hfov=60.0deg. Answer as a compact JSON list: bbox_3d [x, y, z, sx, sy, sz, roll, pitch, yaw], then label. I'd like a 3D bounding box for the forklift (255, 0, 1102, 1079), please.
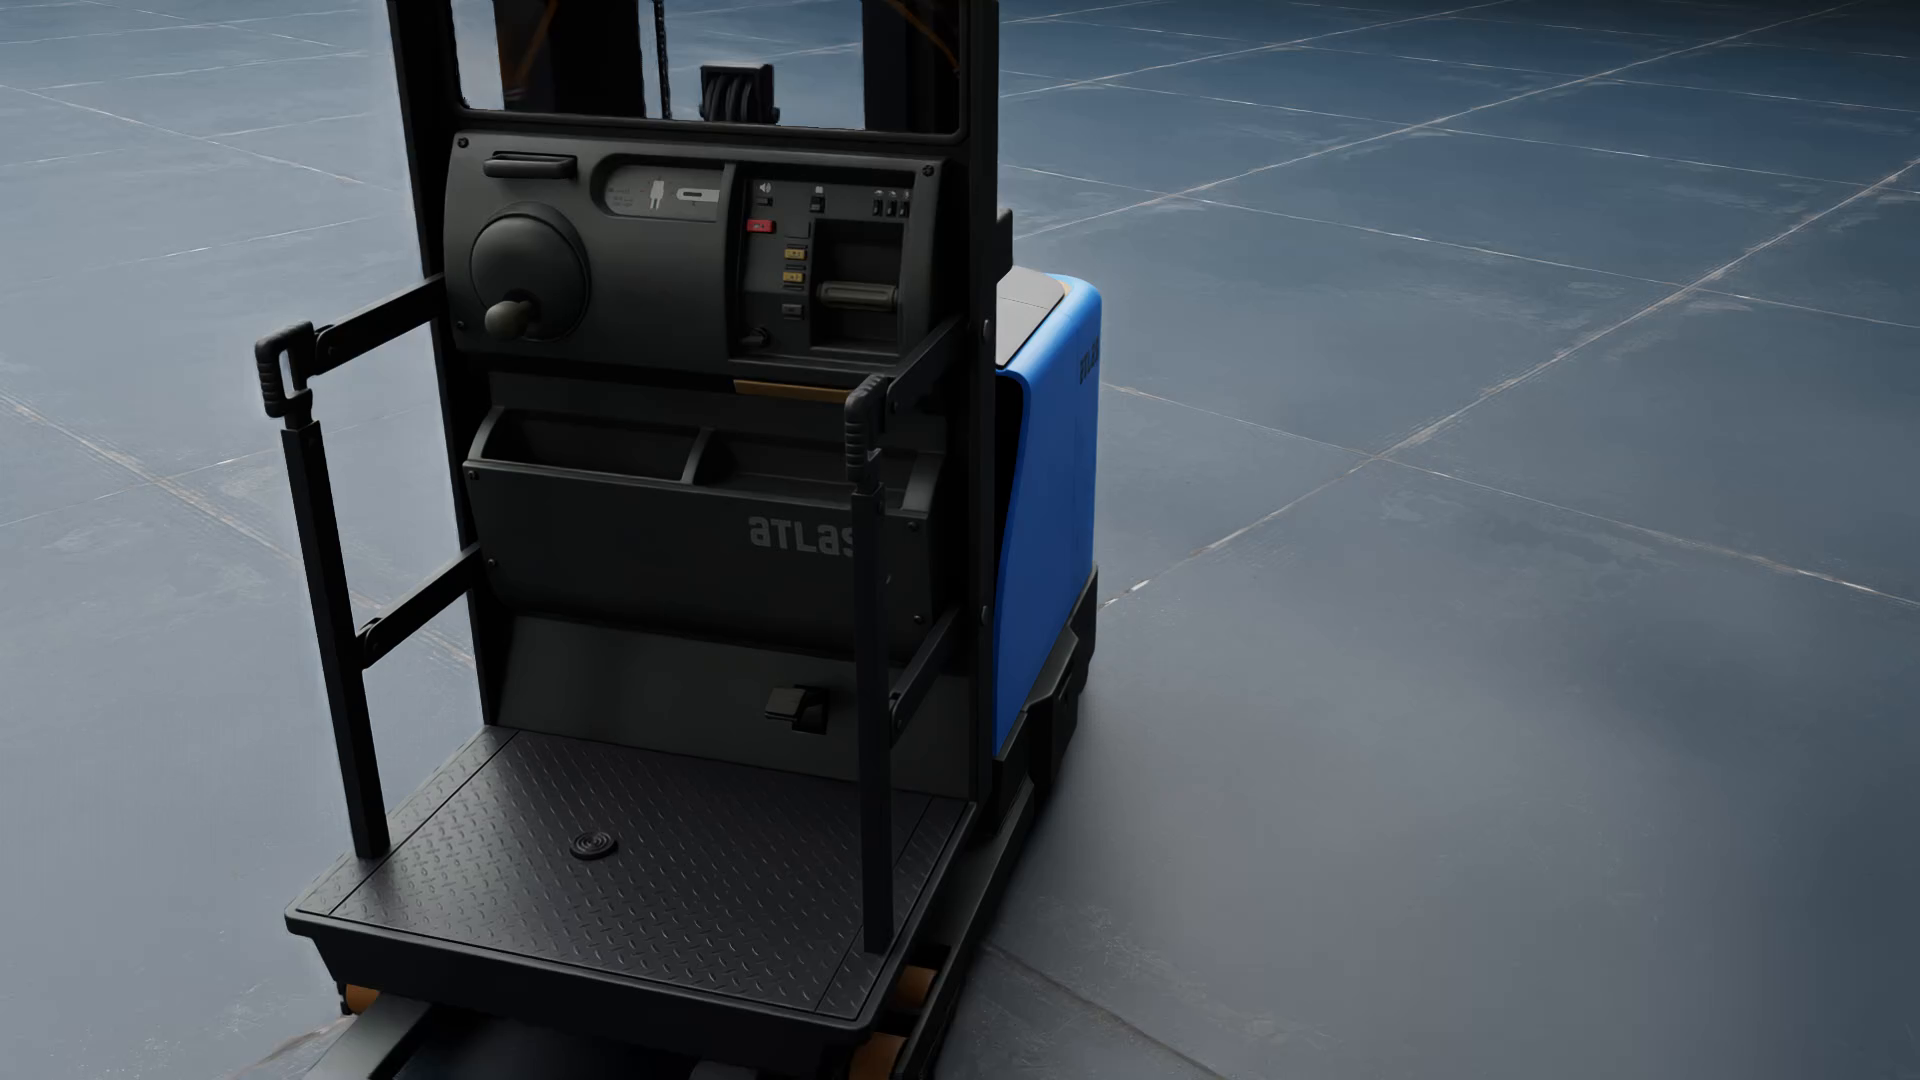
[{"bbox_3d":[-0.540,-0.480,2.738,1.130,2.935,3.031,7,25,15],"label":"forklift"}]
